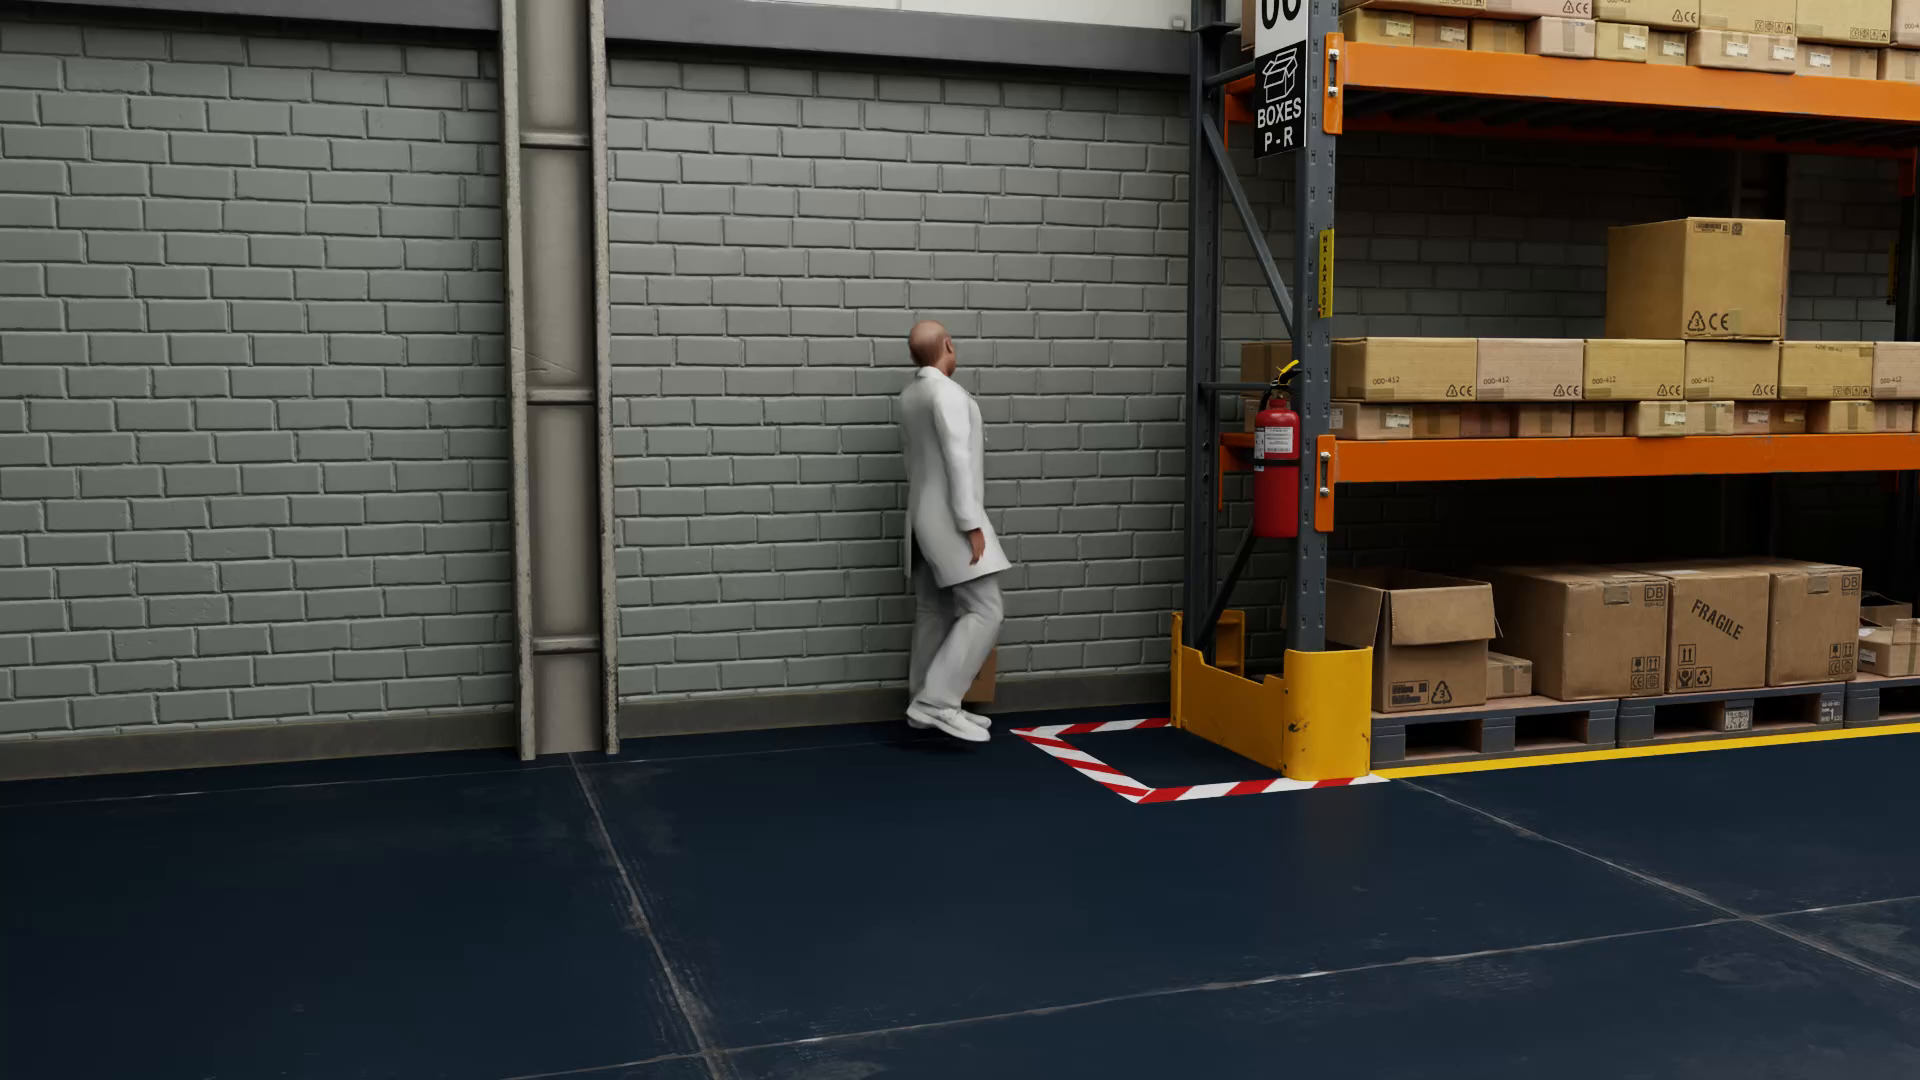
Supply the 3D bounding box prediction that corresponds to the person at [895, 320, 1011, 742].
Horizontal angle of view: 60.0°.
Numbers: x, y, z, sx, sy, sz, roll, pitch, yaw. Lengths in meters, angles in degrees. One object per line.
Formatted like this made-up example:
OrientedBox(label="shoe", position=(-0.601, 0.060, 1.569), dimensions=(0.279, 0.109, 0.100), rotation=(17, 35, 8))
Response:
OrientedBox(label="person", position=(-0.050, -0.040, 7.072), dimensions=(0.469, 1.769, 0.675), rotation=(-2, 6, -20))
